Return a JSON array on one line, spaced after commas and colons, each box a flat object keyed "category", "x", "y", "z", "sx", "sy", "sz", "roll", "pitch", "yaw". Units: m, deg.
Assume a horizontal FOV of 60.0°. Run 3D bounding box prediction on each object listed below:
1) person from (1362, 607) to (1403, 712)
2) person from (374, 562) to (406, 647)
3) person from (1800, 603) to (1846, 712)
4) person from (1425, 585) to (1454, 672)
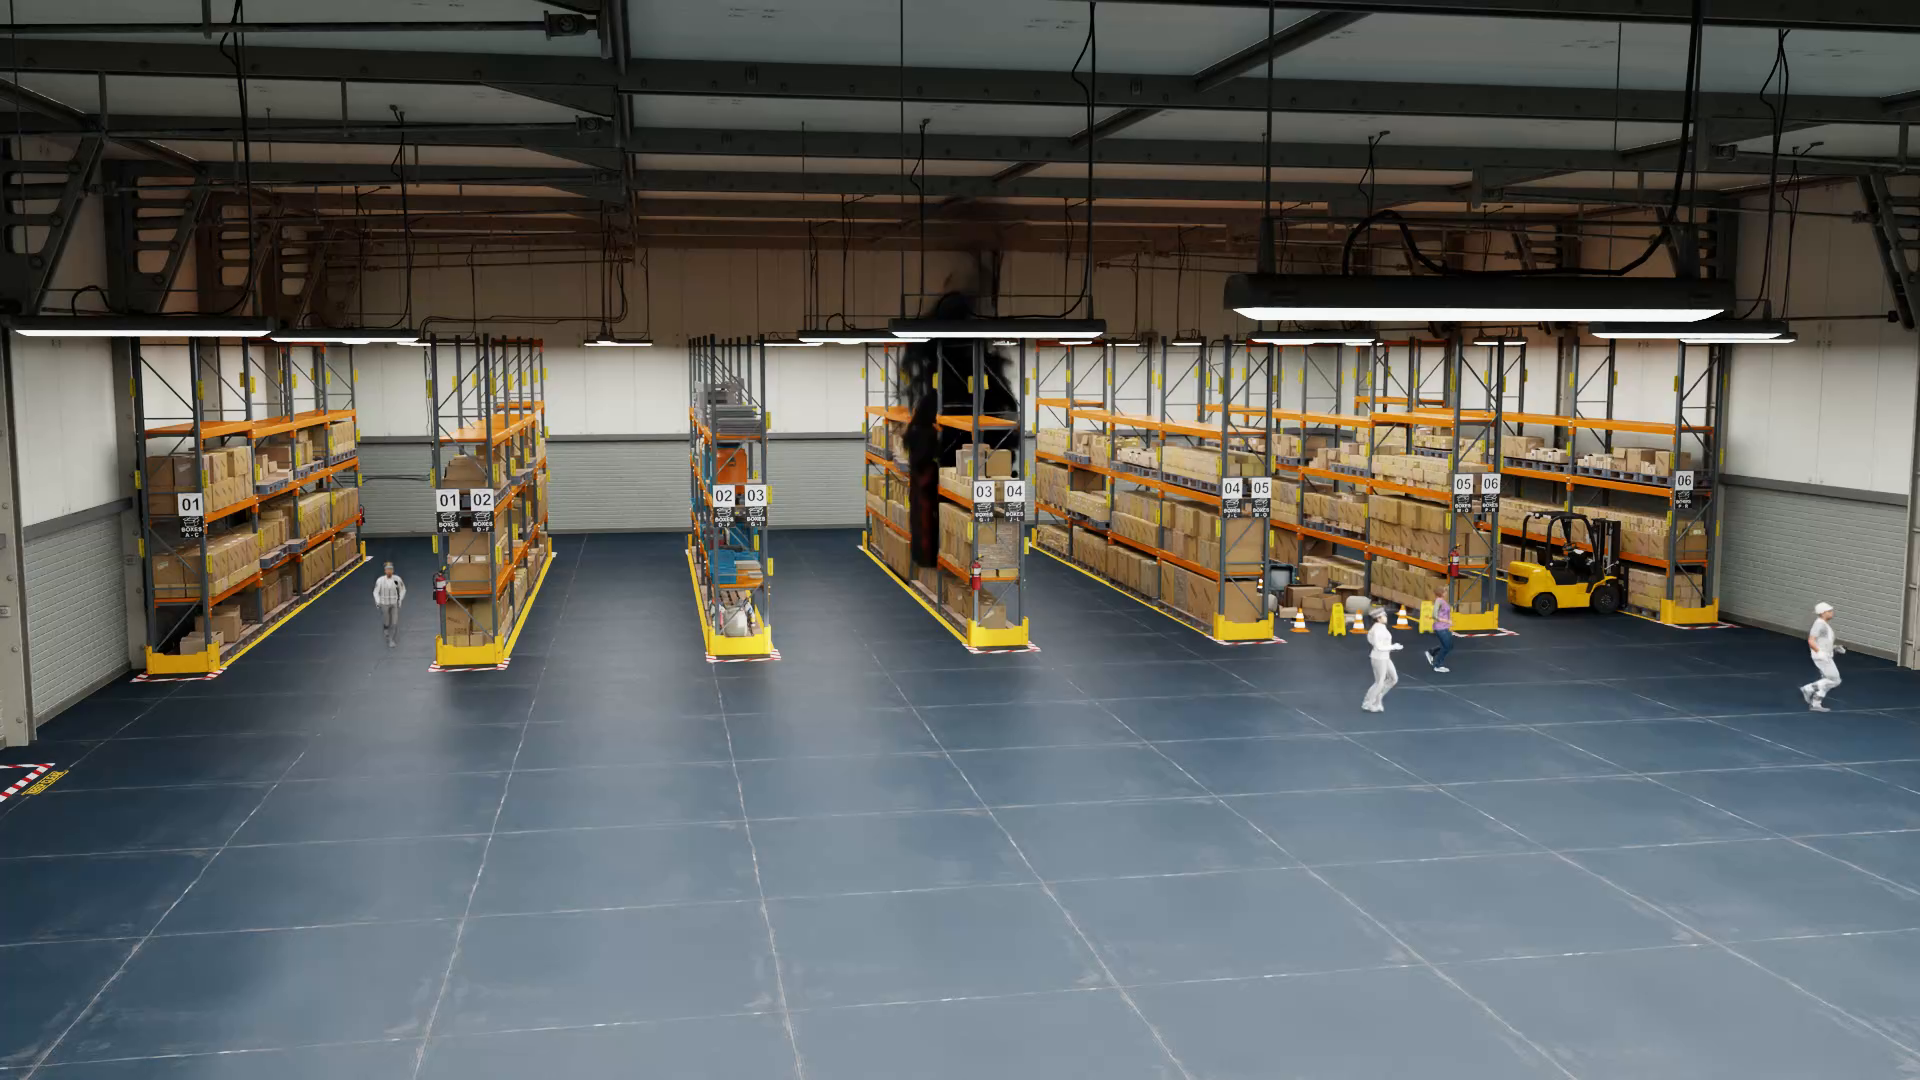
[{"category": "person", "x": 6.679, "y": 1.890, "z": 26.233, "sx": 0.614, "sy": 1.690, "sz": 0.596, "roll": 2, "pitch": 7, "yaw": 20}, {"category": "person", "x": -11.046, "y": 1.225, "z": 32.250, "sx": 0.603, "sy": 1.648, "sz": 0.593, "roll": -3, "pitch": 7, "yaw": -21}, {"category": "person", "x": 13.642, "y": 1.857, "z": 26.268, "sx": 0.593, "sy": 1.738, "sz": 0.660, "roll": 4, "pitch": 8, "yaw": 30}, {"category": "person", "x": 8.544, "y": 1.572, "z": 29.559, "sx": 0.560, "sy": 1.550, "sz": 0.532, "roll": 4, "pitch": 8, "yaw": 32}]
